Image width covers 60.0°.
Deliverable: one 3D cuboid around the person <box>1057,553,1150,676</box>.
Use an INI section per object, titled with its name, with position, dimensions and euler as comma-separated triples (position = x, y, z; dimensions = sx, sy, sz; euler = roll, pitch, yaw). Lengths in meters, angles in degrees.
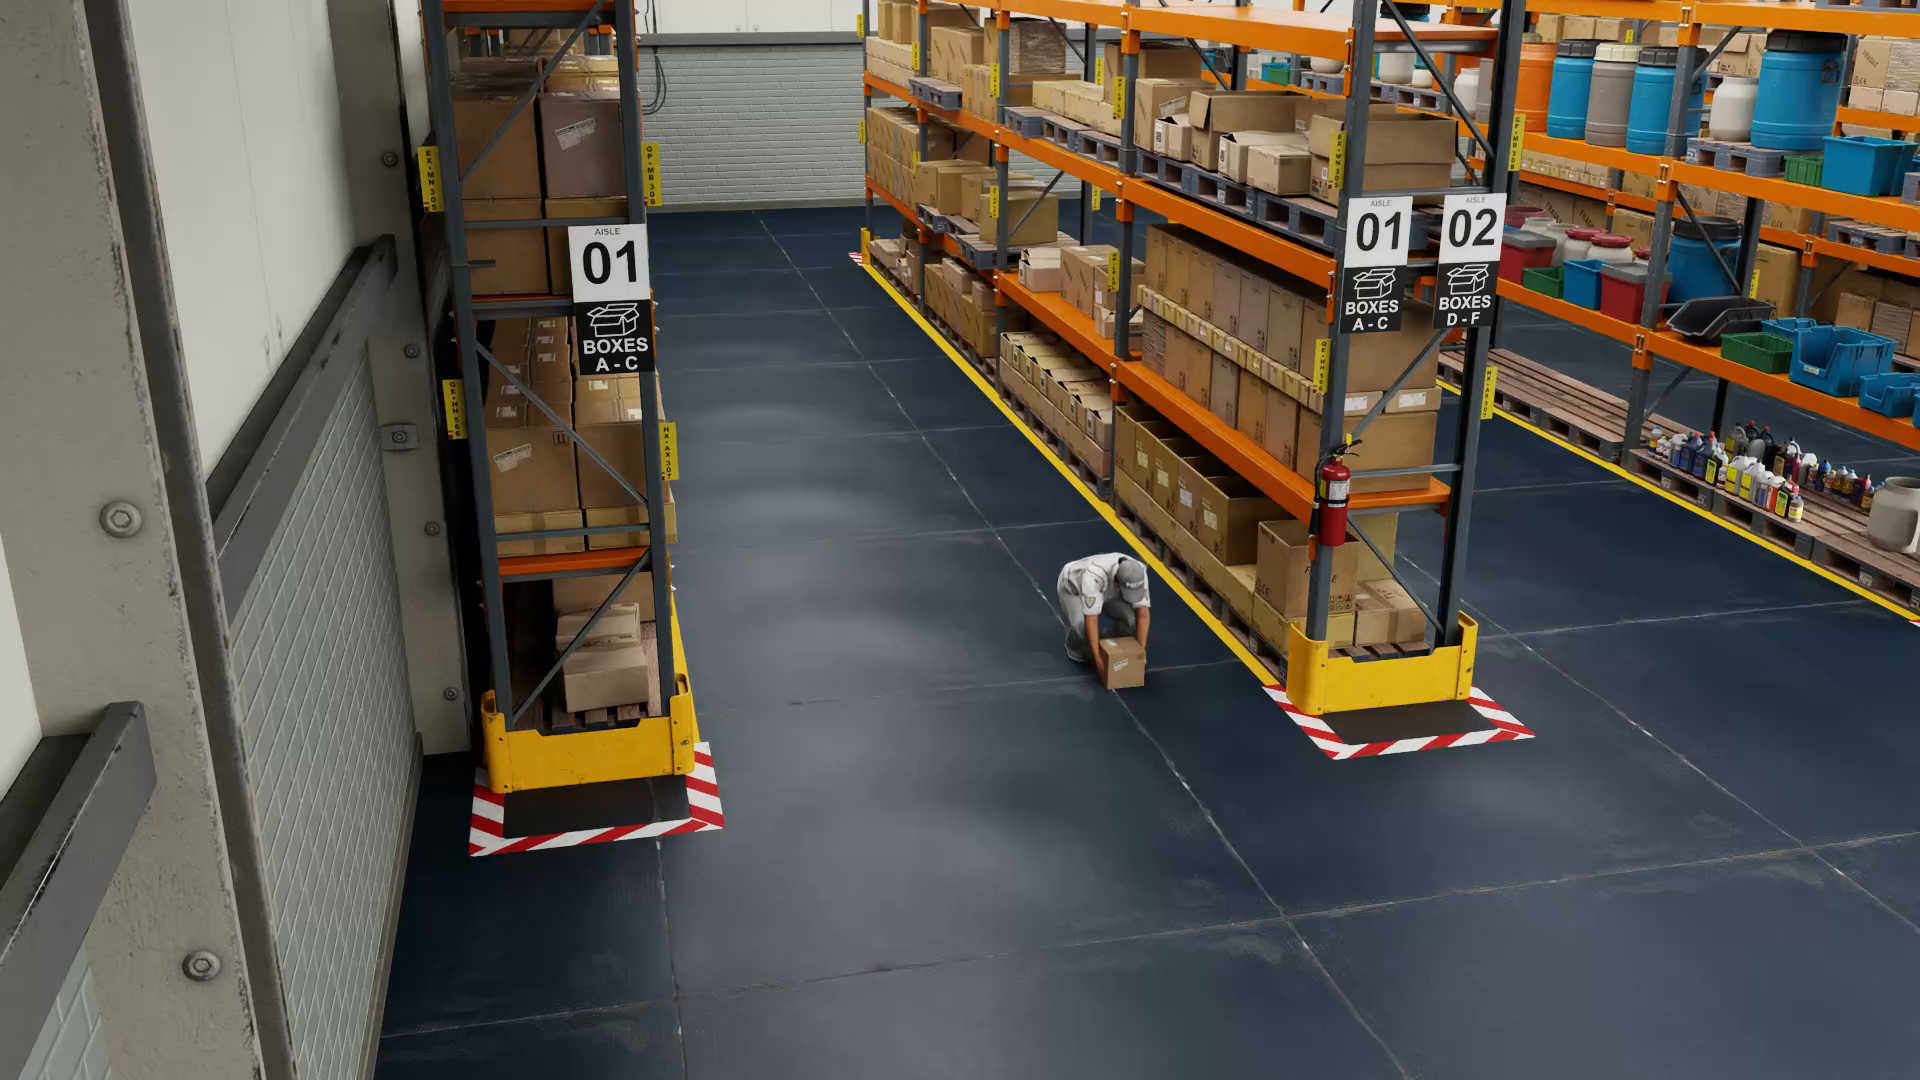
[person]
position = 0.966, 0.424, 11.129
dimensions = 0.525, 0.838, 0.866
euler = -5, 20, -14
